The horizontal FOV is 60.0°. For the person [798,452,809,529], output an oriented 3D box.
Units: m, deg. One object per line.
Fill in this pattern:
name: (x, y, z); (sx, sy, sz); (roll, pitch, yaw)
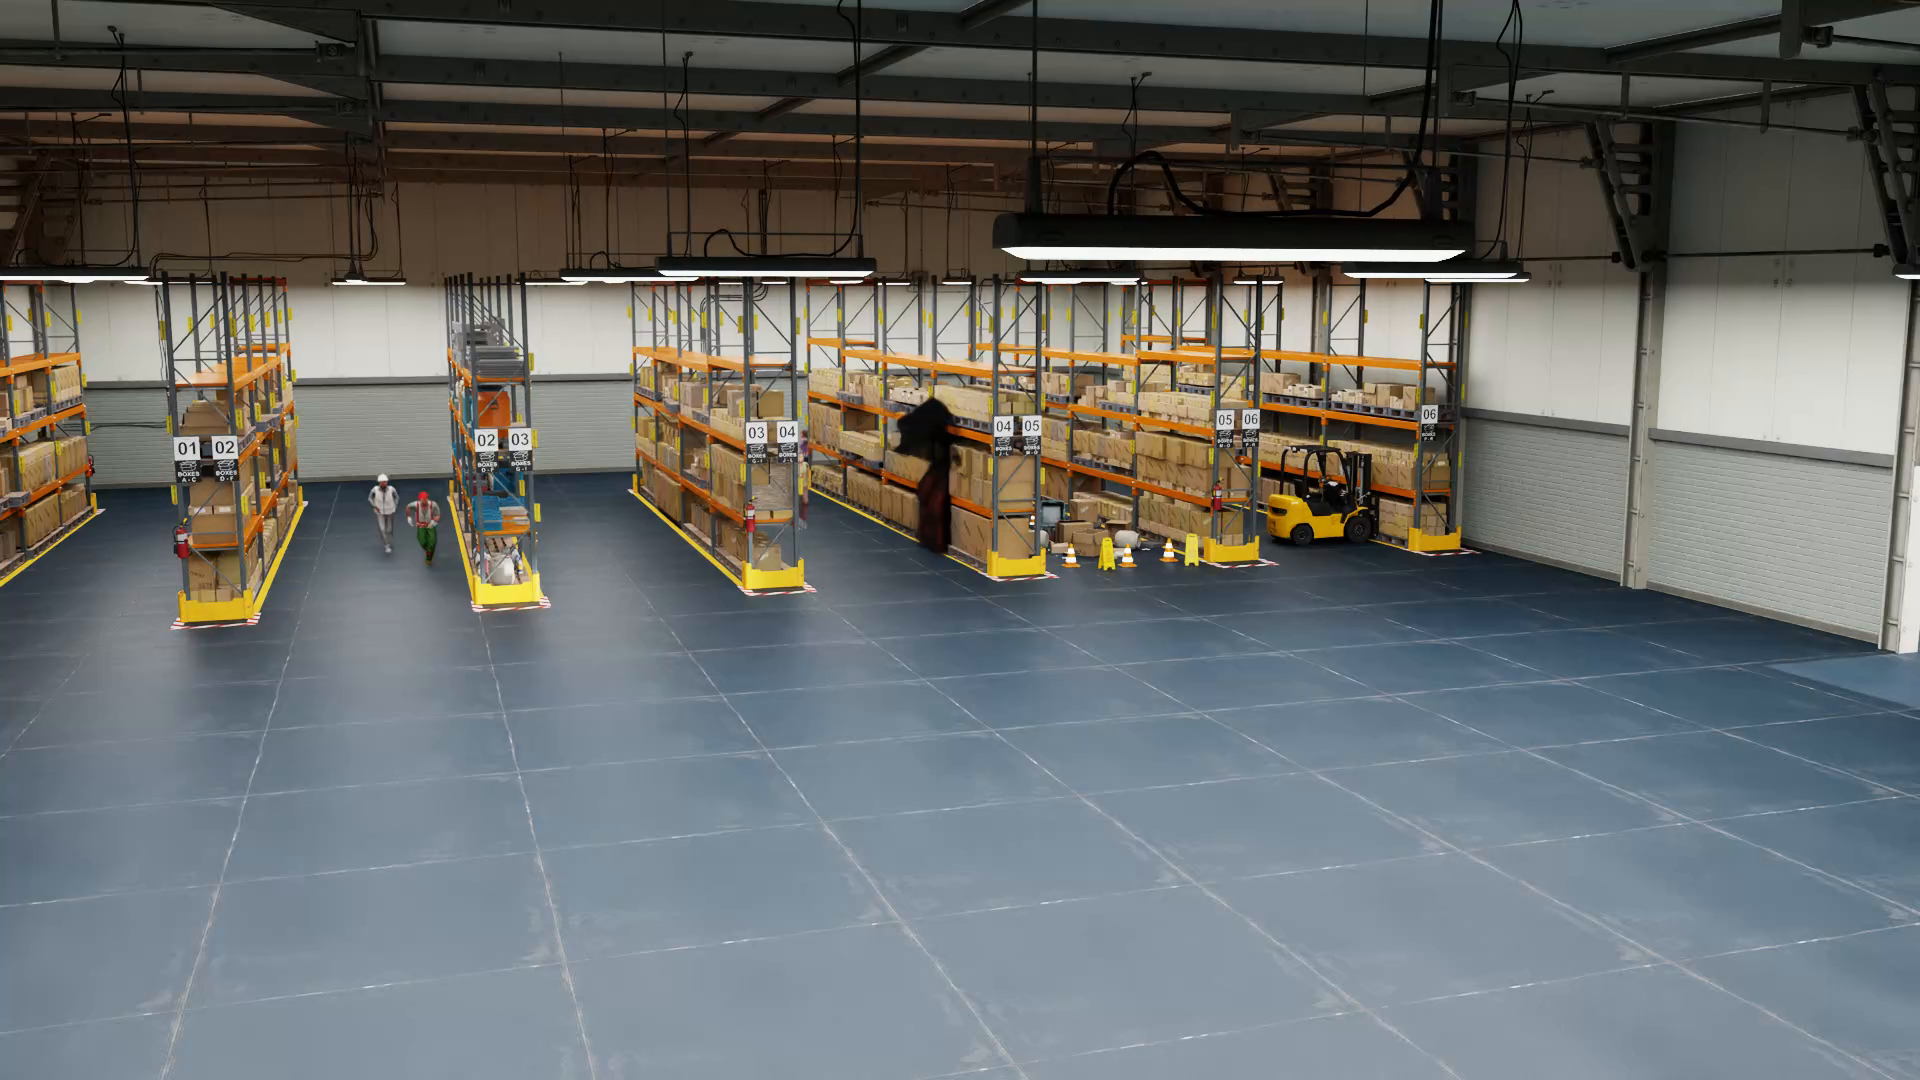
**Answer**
person: (-3.720, -1.164, 38.626); (0.592, 1.793, 0.721); (-5, 10, -28)

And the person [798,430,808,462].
person: (-4.627, -2.493, 49.406); (0.611, 1.580, 0.601); (-2, 9, -15)

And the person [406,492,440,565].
person: (-11.097, -0.235, 34.415); (0.694, 1.591, 0.825); (-2, 9, -13)

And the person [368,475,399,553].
person: (-12.630, -0.604, 36.486); (0.636, 1.723, 0.848); (-3, 9, -17)
